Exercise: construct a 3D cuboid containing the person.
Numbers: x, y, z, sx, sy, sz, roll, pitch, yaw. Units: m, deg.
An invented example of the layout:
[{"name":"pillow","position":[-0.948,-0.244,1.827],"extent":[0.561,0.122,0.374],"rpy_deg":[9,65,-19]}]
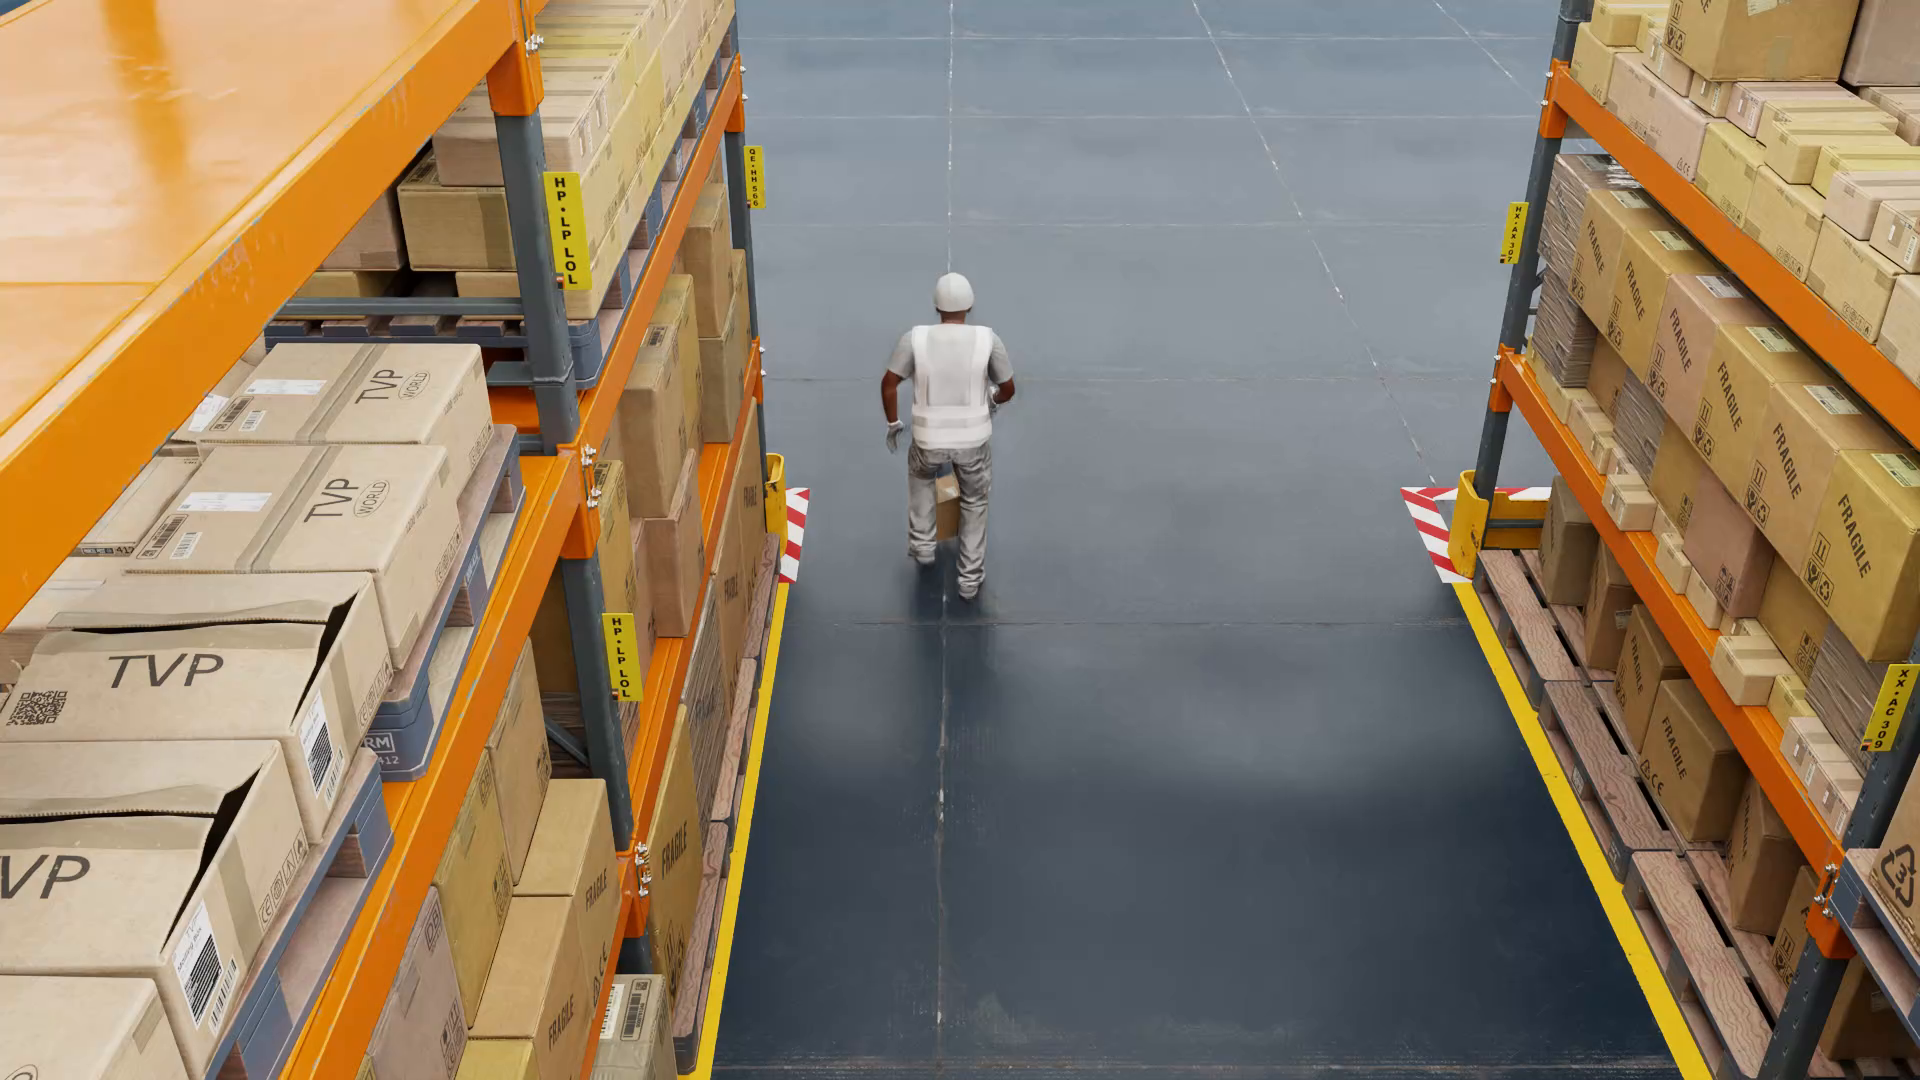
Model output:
[{"name":"person","position":[-0.057,-0.584,8.957],"extent":[0.697,1.711,0.675],"rpy_deg":[2,31,4]}]
